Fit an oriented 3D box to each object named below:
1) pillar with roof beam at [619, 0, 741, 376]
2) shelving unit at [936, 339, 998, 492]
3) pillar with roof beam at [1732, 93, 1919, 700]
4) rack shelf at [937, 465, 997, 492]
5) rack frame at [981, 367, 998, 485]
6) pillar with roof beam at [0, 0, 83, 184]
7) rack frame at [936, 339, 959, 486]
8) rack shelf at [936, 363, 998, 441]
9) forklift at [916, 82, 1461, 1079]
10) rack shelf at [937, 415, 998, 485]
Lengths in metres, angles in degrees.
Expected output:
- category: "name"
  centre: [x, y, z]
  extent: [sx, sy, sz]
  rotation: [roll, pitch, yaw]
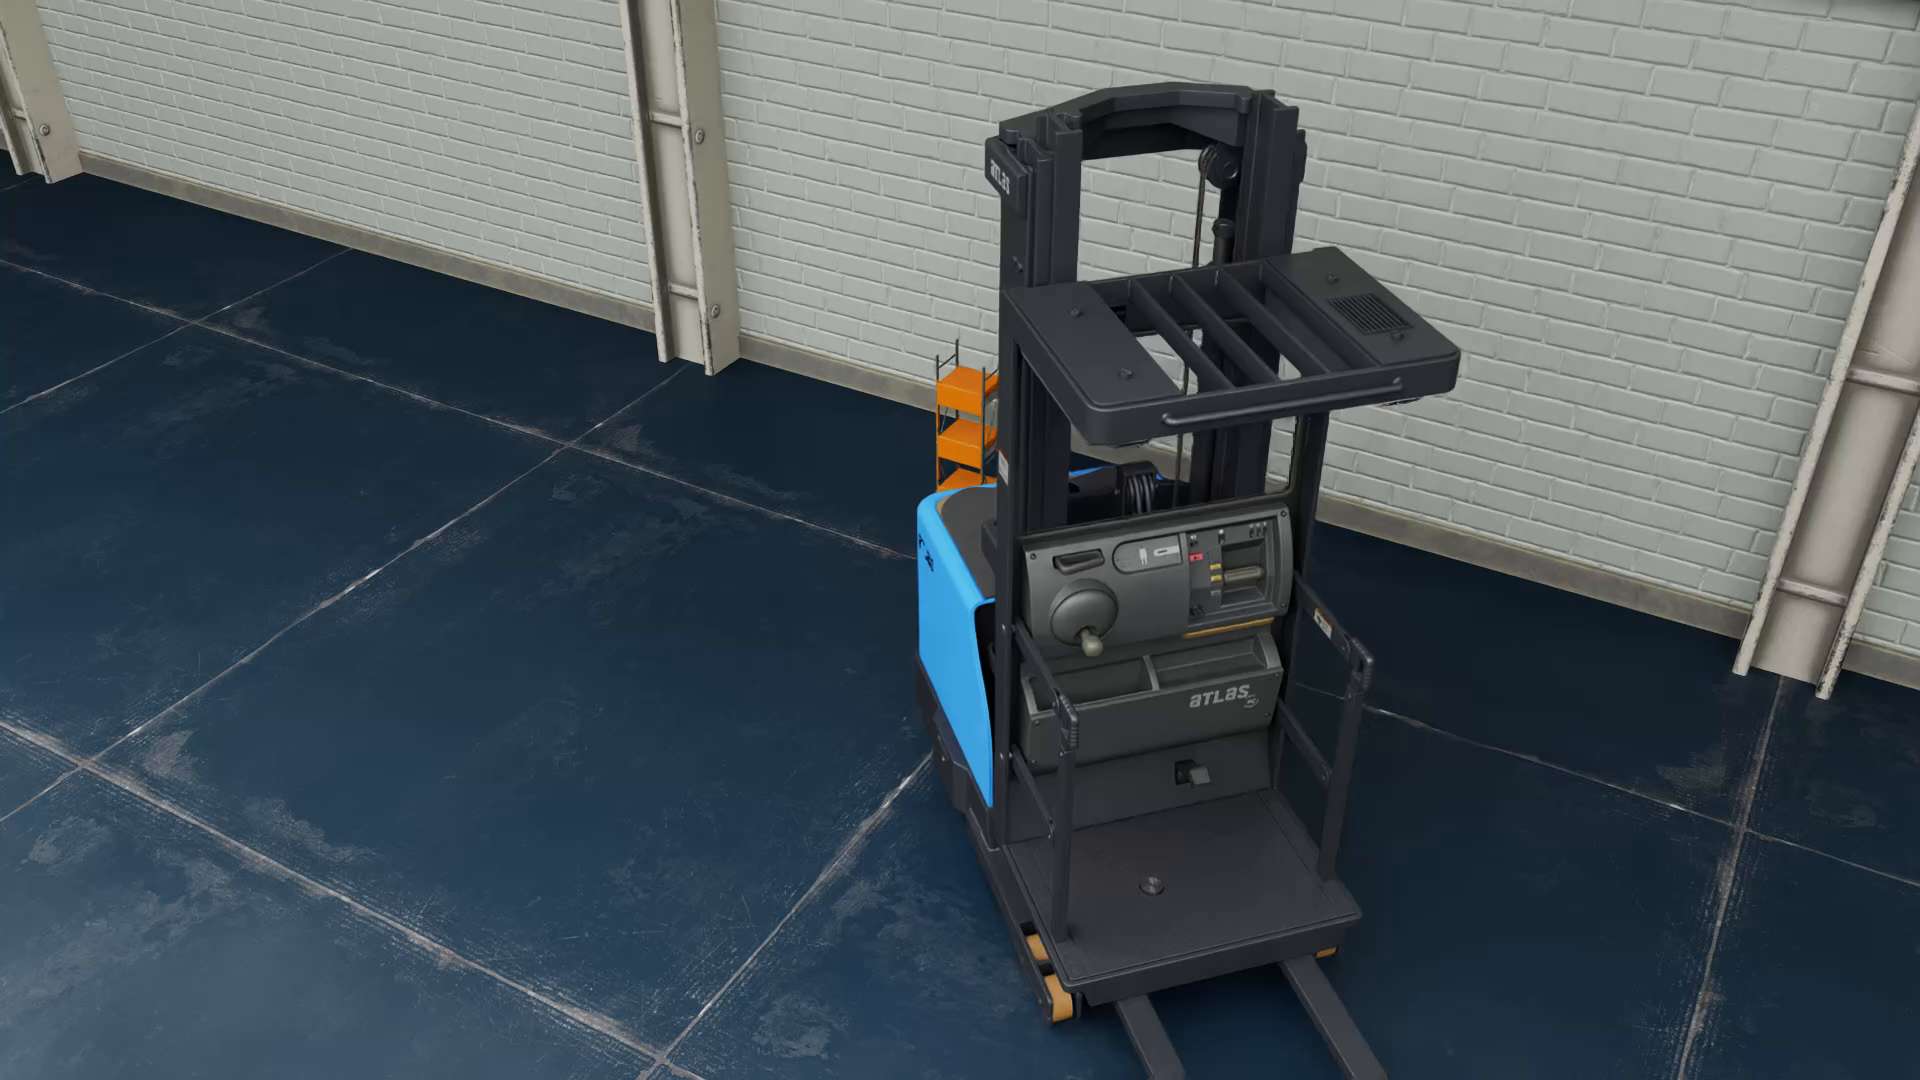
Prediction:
- category: "pillar with roof beam"
  centre: [-3.675, -2.758, 4.272]
  extent: [0.400, 9.000, 9.100]
  rotation: [18, 37, 24]
- category: "shelving unit"
  centre: [0.046, -0.422, 7.937]
  extent: [0.252, 1.050, 0.215]
  rotation: [18, 37, 24]
- category: "pillar with roof beam"
  centre: [1.535, -1.108, 1.794]
  extent: [0.400, 9.000, 9.100]
  rotation: [18, 37, 24]
- category: "rack shelf"
  centre: [0.046, -0.182, 8.097]
  extent: [0.240, 0.259, 0.215]
  rotation: [18, 37, 24]
- category: "rack frame"
  centre: [0.152, -0.389, 7.887]
  extent: [0.008, 1.050, 0.200]
  rotation: [18, 37, 24]
- category: "pillar with roof beam"
  centre: [-8.884, -4.408, 6.750]
  extent: [0.400, 9.000, 9.100]
  rotation: [18, 37, 24]
- category: "rack frame"
  centre: [-0.059, -0.456, 7.987]
  extent: [0.008, 1.050, 0.200]
  rotation: [18, 37, 24]
- category: "rack shelf"
  centre: [0.046, -0.650, 7.785]
  extent: [0.240, 0.259, 0.215]
  rotation: [18, 37, 24]
- category: "forklift"
  centre: [0.727, 0.196, 5.312]
  extent: [1.130, 2.935, 3.031]
  rotation: [-9, 35, -14]
- category: "rack shelf"
  centre: [0.046, -0.413, 7.943]
  extent: [0.240, 0.259, 0.215]
  rotation: [18, 37, 24]
